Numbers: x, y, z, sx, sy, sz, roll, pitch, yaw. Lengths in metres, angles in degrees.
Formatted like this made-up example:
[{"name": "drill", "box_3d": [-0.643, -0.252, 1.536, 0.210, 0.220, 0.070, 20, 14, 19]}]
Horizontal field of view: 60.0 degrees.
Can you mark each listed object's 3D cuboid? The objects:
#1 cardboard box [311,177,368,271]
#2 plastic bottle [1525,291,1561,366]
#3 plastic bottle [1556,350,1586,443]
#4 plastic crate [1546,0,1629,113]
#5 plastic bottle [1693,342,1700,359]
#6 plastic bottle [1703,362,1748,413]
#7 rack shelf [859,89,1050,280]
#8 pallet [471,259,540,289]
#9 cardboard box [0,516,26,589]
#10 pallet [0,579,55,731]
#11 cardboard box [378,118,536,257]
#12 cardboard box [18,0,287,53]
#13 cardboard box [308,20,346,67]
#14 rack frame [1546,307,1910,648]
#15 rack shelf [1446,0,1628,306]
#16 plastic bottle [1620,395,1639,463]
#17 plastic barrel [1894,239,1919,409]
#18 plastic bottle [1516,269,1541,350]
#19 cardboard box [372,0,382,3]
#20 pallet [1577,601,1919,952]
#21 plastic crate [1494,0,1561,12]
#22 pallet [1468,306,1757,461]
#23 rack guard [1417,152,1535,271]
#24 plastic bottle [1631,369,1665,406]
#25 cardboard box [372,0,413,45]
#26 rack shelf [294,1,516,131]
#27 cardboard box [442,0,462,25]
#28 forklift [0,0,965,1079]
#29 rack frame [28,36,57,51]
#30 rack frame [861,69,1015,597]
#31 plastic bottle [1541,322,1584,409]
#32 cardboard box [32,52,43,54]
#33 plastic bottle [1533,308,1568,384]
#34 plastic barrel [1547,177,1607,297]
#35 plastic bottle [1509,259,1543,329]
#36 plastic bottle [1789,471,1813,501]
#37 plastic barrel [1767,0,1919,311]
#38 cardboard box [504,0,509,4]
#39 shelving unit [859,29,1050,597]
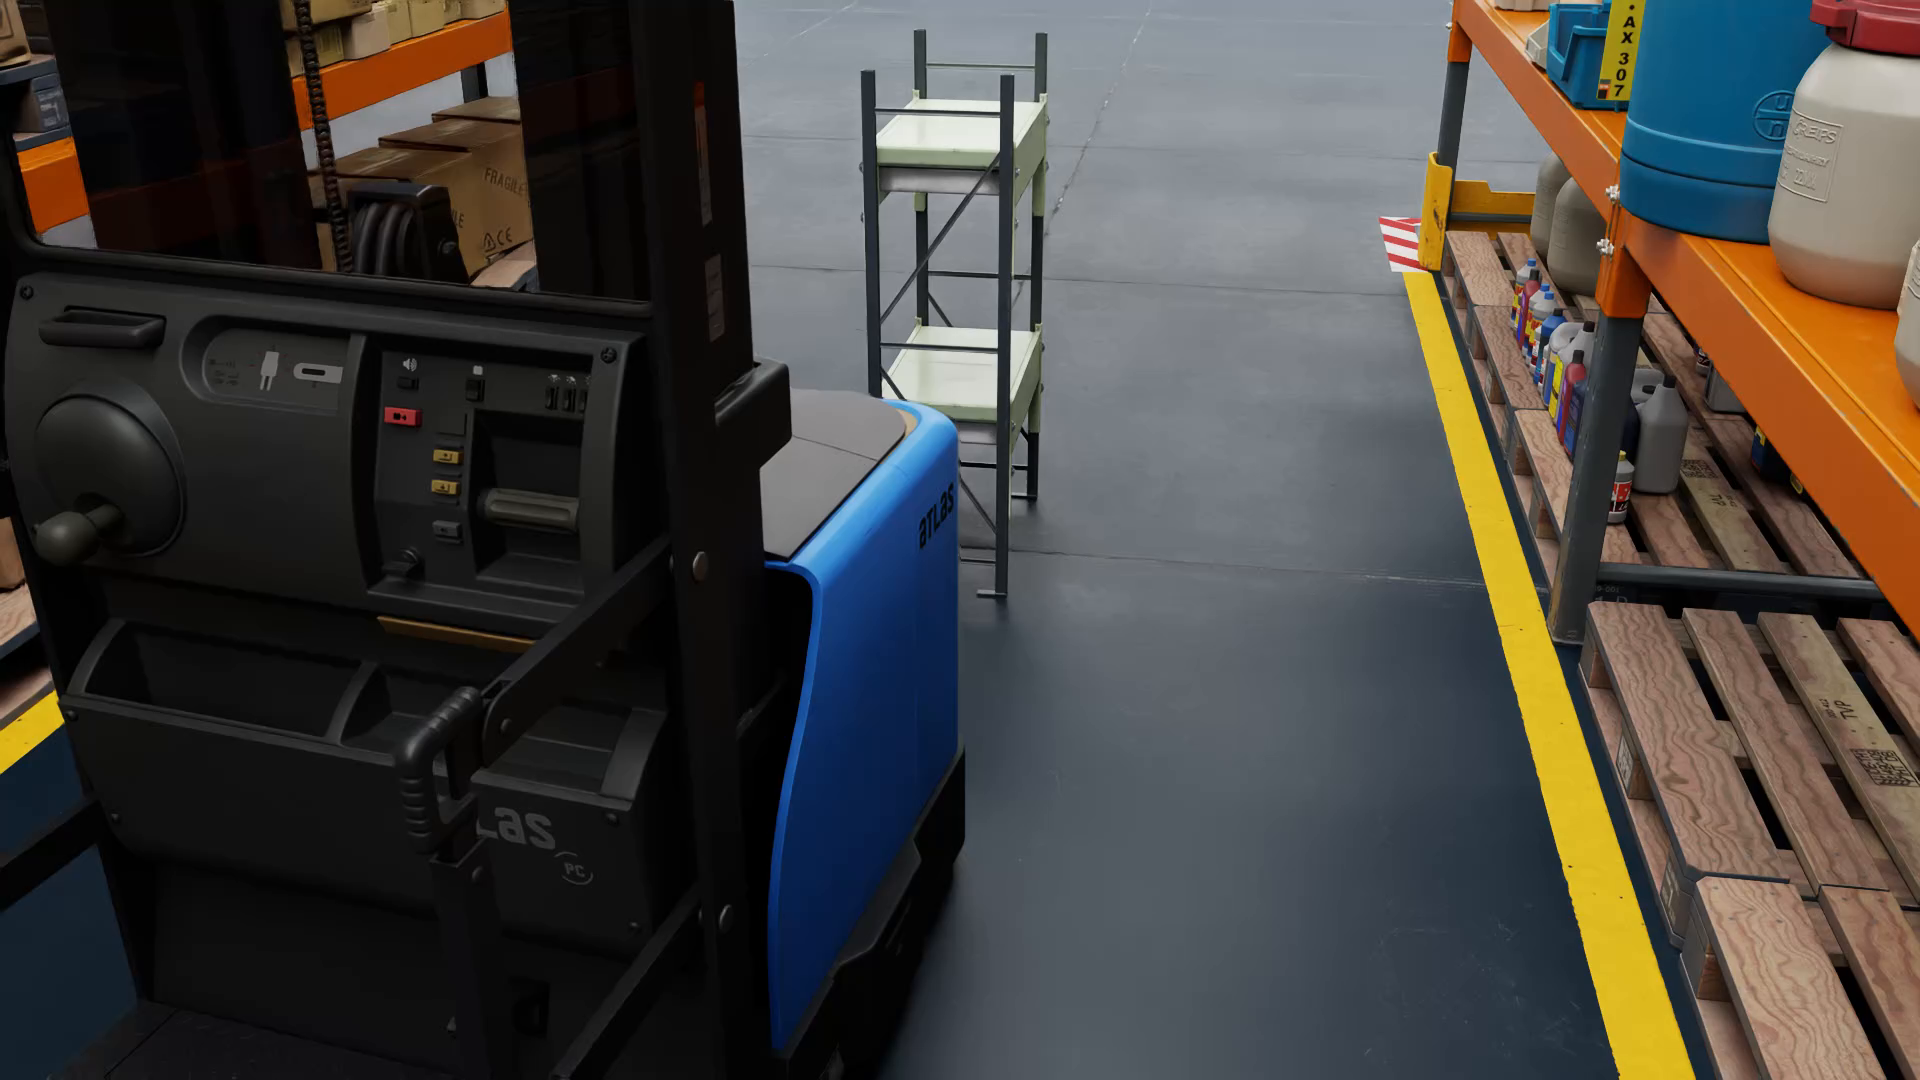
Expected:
[{"name": "cardboard box", "box_3d": [-2.521, -1.127, 6.572, 0.500, 0.500, 0.500, 2, 25, 4]}, {"name": "plastic bottle", "box_3d": [2.128, -0.771, 6.057, 0.097, 0.271, 0.097, 0, 25, 0]}, {"name": "plastic bottle", "box_3d": [1.988, -0.466, 5.392, 0.061, 0.283, 0.133, 6, 26, 12]}, {"name": "plastic crate", "box_3d": [2.064, -1.470, 5.028, 0.499, 0.251, 0.616, 4, 25, 9]}, {"name": "plastic bottle", "box_3d": [2.763, -0.803, 6.112, 0.061, 0.283, 0.133, 4, 25, 9]}, {"name": "plastic bottle", "box_3d": [2.642, -0.587, 5.660, 0.152, 0.276, 0.135, 4, 25, 9]}, {"name": "rack shelf", "box_3d": [0.001, -1.036, 4.773, 0.431, 0.370, 0.720, 4, 25, 9]}, {"name": "pallet", "box_3d": [-2.464, -0.931, 6.991, 1.003, 0.211, 1.213, 4, 25, 9]}, {"name": "cardboard box", "box_3d": [-2.857, -0.211, 4.592, 0.700, 0.500, 0.500, 2, 25, 4]}, {"name": "pallet", "box_3d": [-2.861, 0.190, 4.596, 1.003, 0.211, 1.213, 4, 25, 9]}, {"name": "cardboard box", "box_3d": [-2.264, -1.618, 7.621, 0.500, 0.500, 0.500, 11, 27, 22]}, {"name": "cardboard box", "box_3d": [-2.601, -1.763, 5.009, 0.875, 0.500, 0.500, 4, 25, 9]}, {"name": "cardboard box", "box_3d": [-2.305, -1.670, 5.575, 0.380, 0.149, 0.250, 4, 25, 9]}, {"name": "rack frame", "box_3d": [2.151, -1.056, 3.968, 1.000, 3.000, 0.127, 4, 25, 9]}, {"name": "rack shelf", "box_3d": [2.478, -1.567, 5.907, 1.077, 0.370, 4.000, 4, 25, 9]}, {"name": "plastic bottle", "box_3d": [1.972, -0.345, 5.054, 0.144, 0.351, 0.185, 3, 25, 7]}, {"name": "plastic barrel", "box_3d": [1.658, -0.426, 2.461, 0.433, 0.535, 0.433, 0, 25, 0]}, {"name": "plastic bottle", "box_3d": [2.146, -0.868, 6.251, 0.061, 0.283, 0.133, 4, 25, 9]}, {"name": "cardboard box", "box_3d": [-2.502, -2.186, 5.913, 0.875, 0.500, 0.500, 4, 25, 9]}, {"name": "pallet", "box_3d": [2.061, 0.538, 3.851, 1.003, 0.211, 1.213, 4, 25, 9]}, {"name": "plastic crate", "box_3d": [2.341, -2.257, 6.846, 0.298, 0.136, 0.250, 4, 25, 9]}, {"name": "pallet", "box_3d": [2.499, -0.583, 6.246, 1.003, 0.211, 1.213, 4, 25, 9]}, {"name": "rack guard", "box_3d": [2.838, -1.562, 7.997, 1.175, 0.500, 0.348, 4, 25, 9]}, {"name": "plastic bottle", "box_3d": [2.153, -0.391, 5.242, 0.152, 0.276, 0.135, 4, 25, 9]}, {"name": "cardboard box", "box_3d": [-2.224, -1.879, 6.022, 0.380, 0.149, 0.250, 4, 25, 9]}, {"name": "rack shelf", "box_3d": [-2.409, -1.910, 6.640, 1.077, 0.370, 4.000, 4, 25, 9]}, {"name": "cardboard box", "box_3d": [-2.176, -2.090, 6.474, 0.380, 0.149, 0.250, 4, 25, 9]}, {"name": "forklift", "box_3d": [-0.916, -0.089, 1.982, 1.130, 2.935, 3.031, 8, 26, 16]}, {"name": "rack frame", "box_3d": [-2.736, -1.399, 4.701, 1.000, 3.000, 0.127, 4, 25, 9]}, {"name": "rack frame", "box_3d": [-0.059, -0.529, 4.611, 0.400, 1.500, 0.023, 4, 25, 9]}, {"name": "plastic bottle", "box_3d": [2.086, -0.594, 5.675, 0.152, 0.276, 0.135, 4, 25, 9]}, {"name": "cardboard box", "box_3d": [-2.991, -1.396, 4.990, 0.380, 0.149, 0.250, 4, 25, 9]}, {"name": "plastic bottle", "box_3d": [2.095, -0.686, 5.876, 0.097, 0.271, 0.097, 0, 25, 0]}, {"name": "plastic barrel", "box_3d": [2.690, -1.302, 6.933, 0.421, 0.512, 0.421, 0, 25, 0]}, {"name": "plastic bottle", "box_3d": [2.201, -0.956, 6.453, 0.097, 0.271, 0.097, 0, 25, 0]}, {"name": "plastic bottle", "box_3d": [2.556, -0.272, 4.978, 0.061, 0.283, 0.133, 4, 25, 9]}, {"name": "plastic barrel", "box_3d": [1.778, -0.733, 3.116, 0.433, 0.535, 0.433, 0, 25, 0]}, {"name": "cardboard box", "box_3d": [-2.113, -2.301, 6.924, 0.380, 0.149, 0.250, 4, 25, 9]}, {"name": "shelving unit", "box_3d": [0.001, -0.682, 4.938, 0.431, 1.500, 0.755, 4, 25, 9]}]
